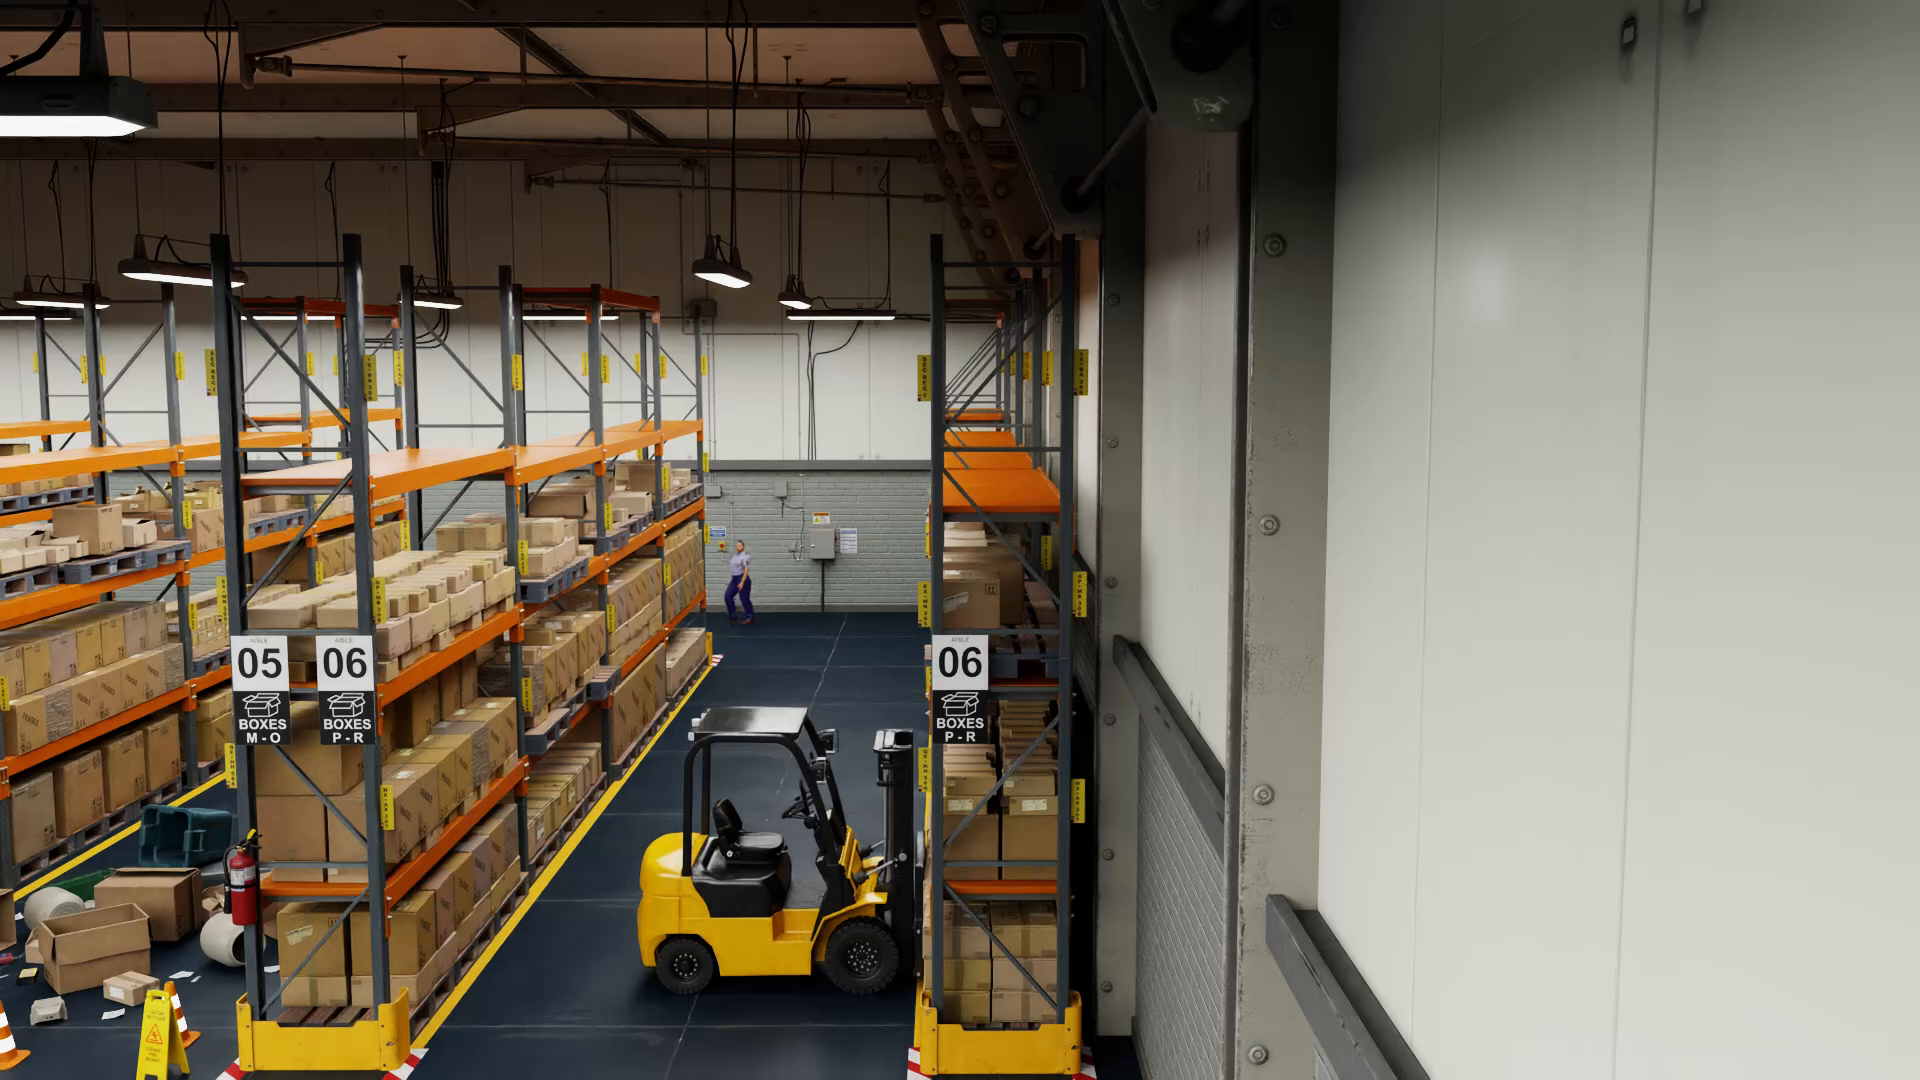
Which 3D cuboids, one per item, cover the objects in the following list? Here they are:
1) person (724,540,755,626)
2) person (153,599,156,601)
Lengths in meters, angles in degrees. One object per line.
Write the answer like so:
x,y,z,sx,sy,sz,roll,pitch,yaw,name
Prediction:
-4.231,0.863,31.923,0.532,1.695,0.552,-4,7,-32,person
-11.584,1.667,24.178,0.624,1.685,0.626,1,6,8,person
